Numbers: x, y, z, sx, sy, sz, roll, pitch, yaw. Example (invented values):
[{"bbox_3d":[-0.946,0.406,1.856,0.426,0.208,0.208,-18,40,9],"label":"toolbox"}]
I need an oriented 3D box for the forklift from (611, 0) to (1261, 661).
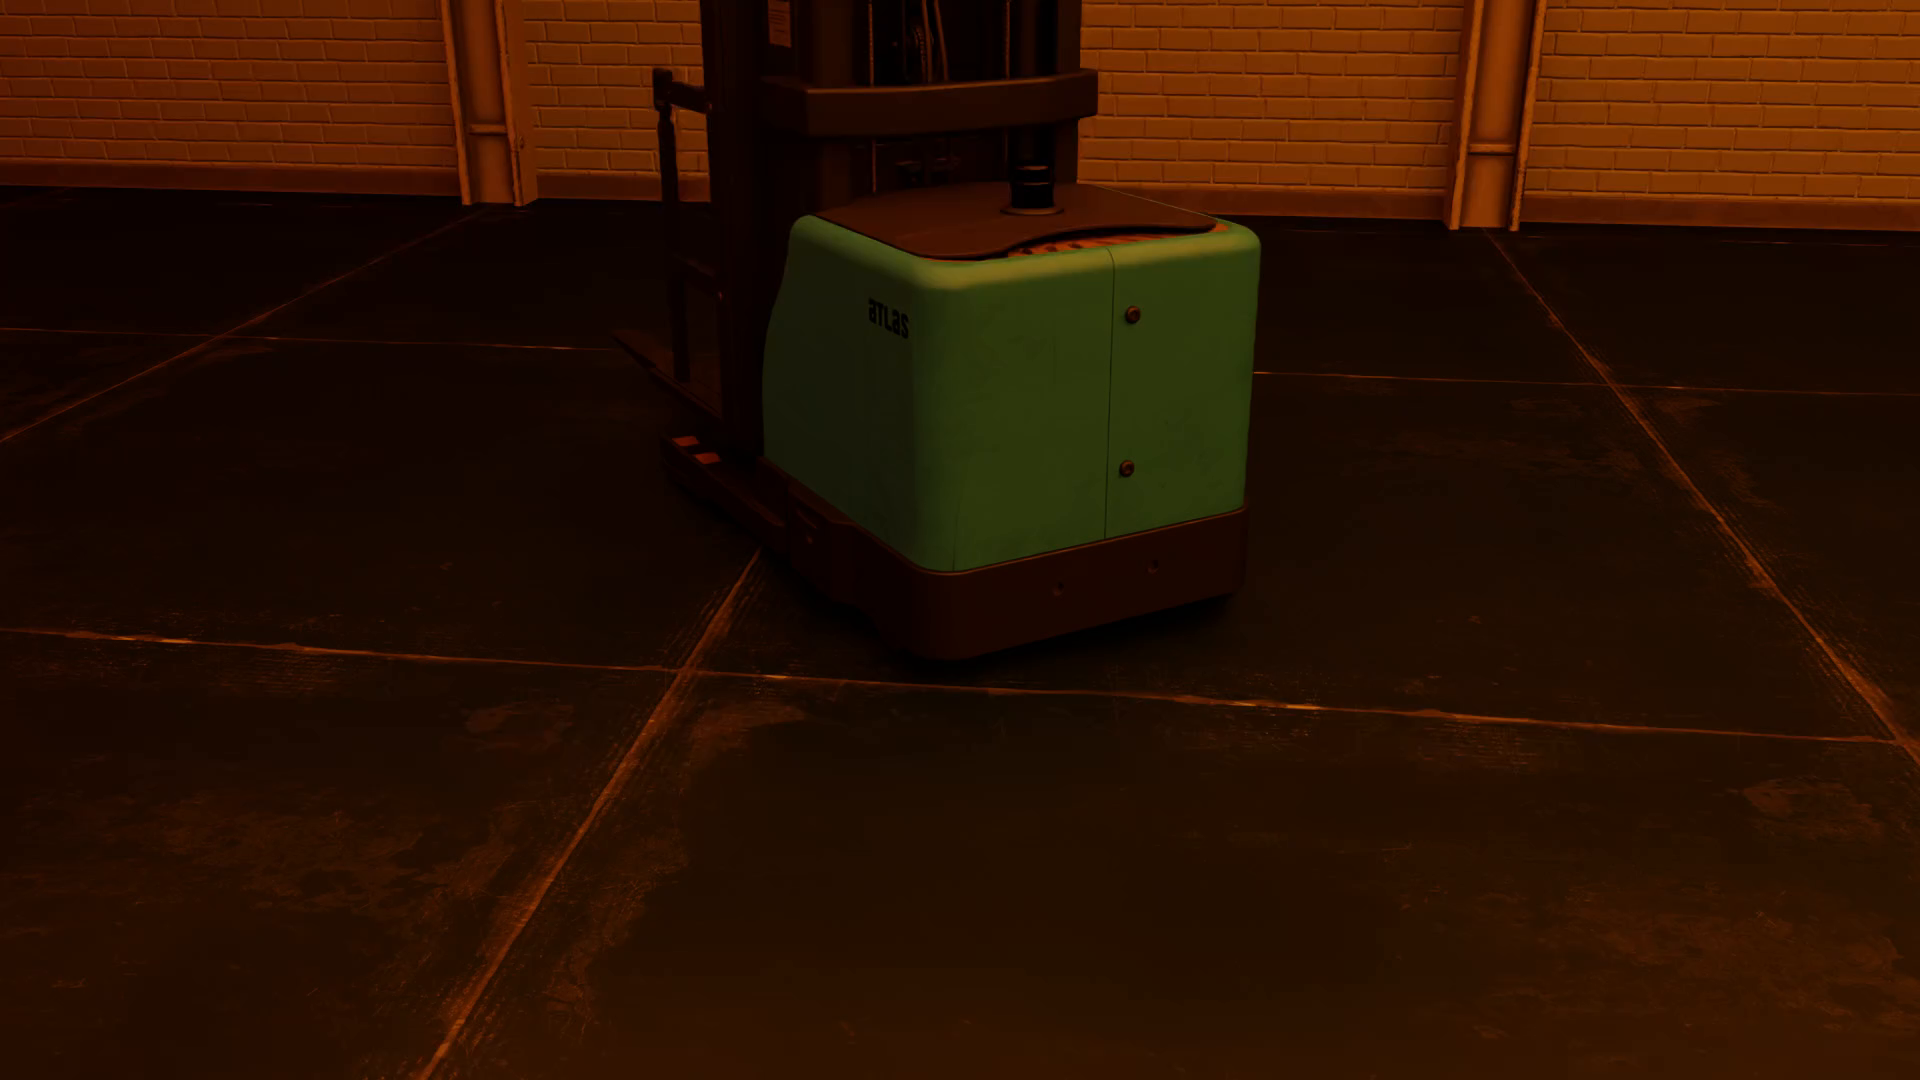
[{"bbox_3d":[-0.362,-1.560,5.126,1.130,2.935,3.031,-12,25,-27],"label":"forklift"}]
